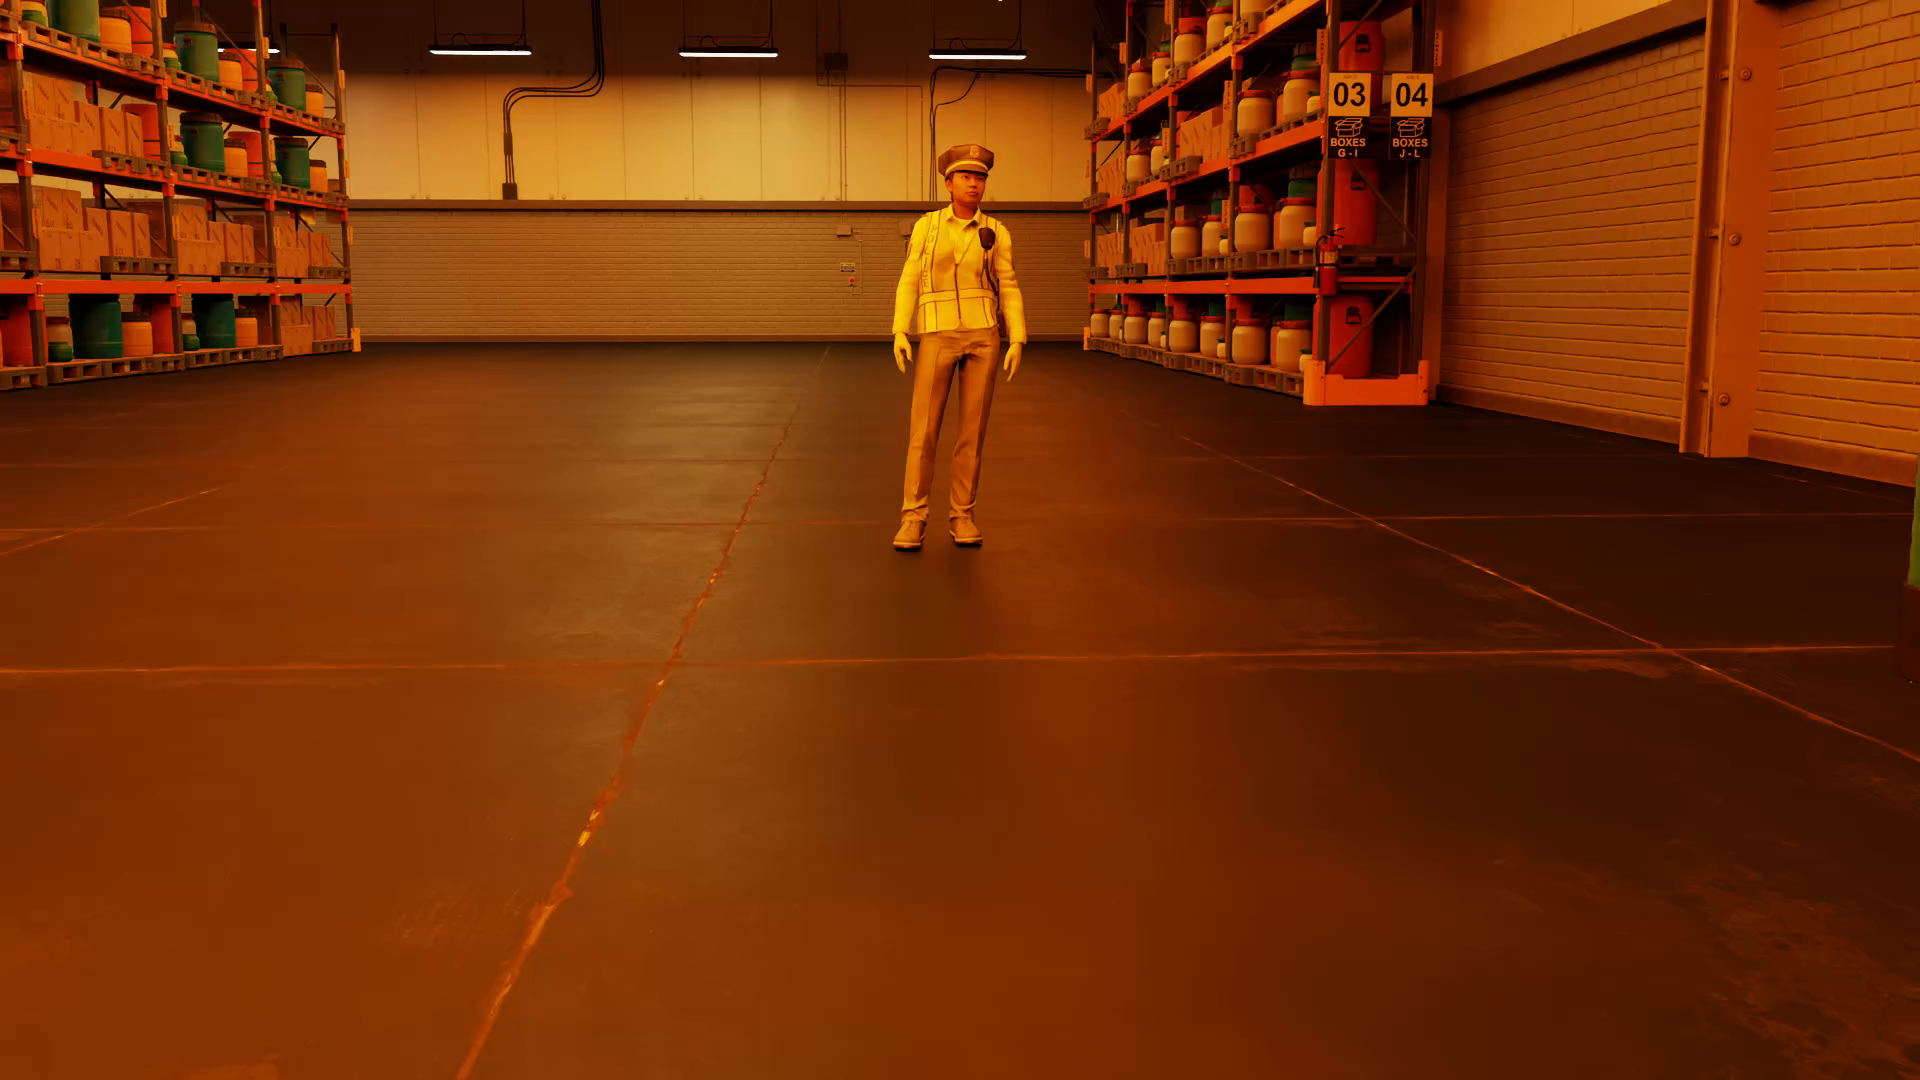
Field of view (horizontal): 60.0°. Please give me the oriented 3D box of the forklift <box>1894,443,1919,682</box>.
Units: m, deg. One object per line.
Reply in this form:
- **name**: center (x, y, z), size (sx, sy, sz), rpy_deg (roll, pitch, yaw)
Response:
- **forklift**: center (3.920, -0.927, 3.572), size (3.031, 2.935, 1.130), rpy_deg (7, 11, 41)

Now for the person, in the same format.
- **person**: center (-0.003, -0.835, 7.116), size (0.586, 1.694, 0.530), rpy_deg (-1, 8, -4)
